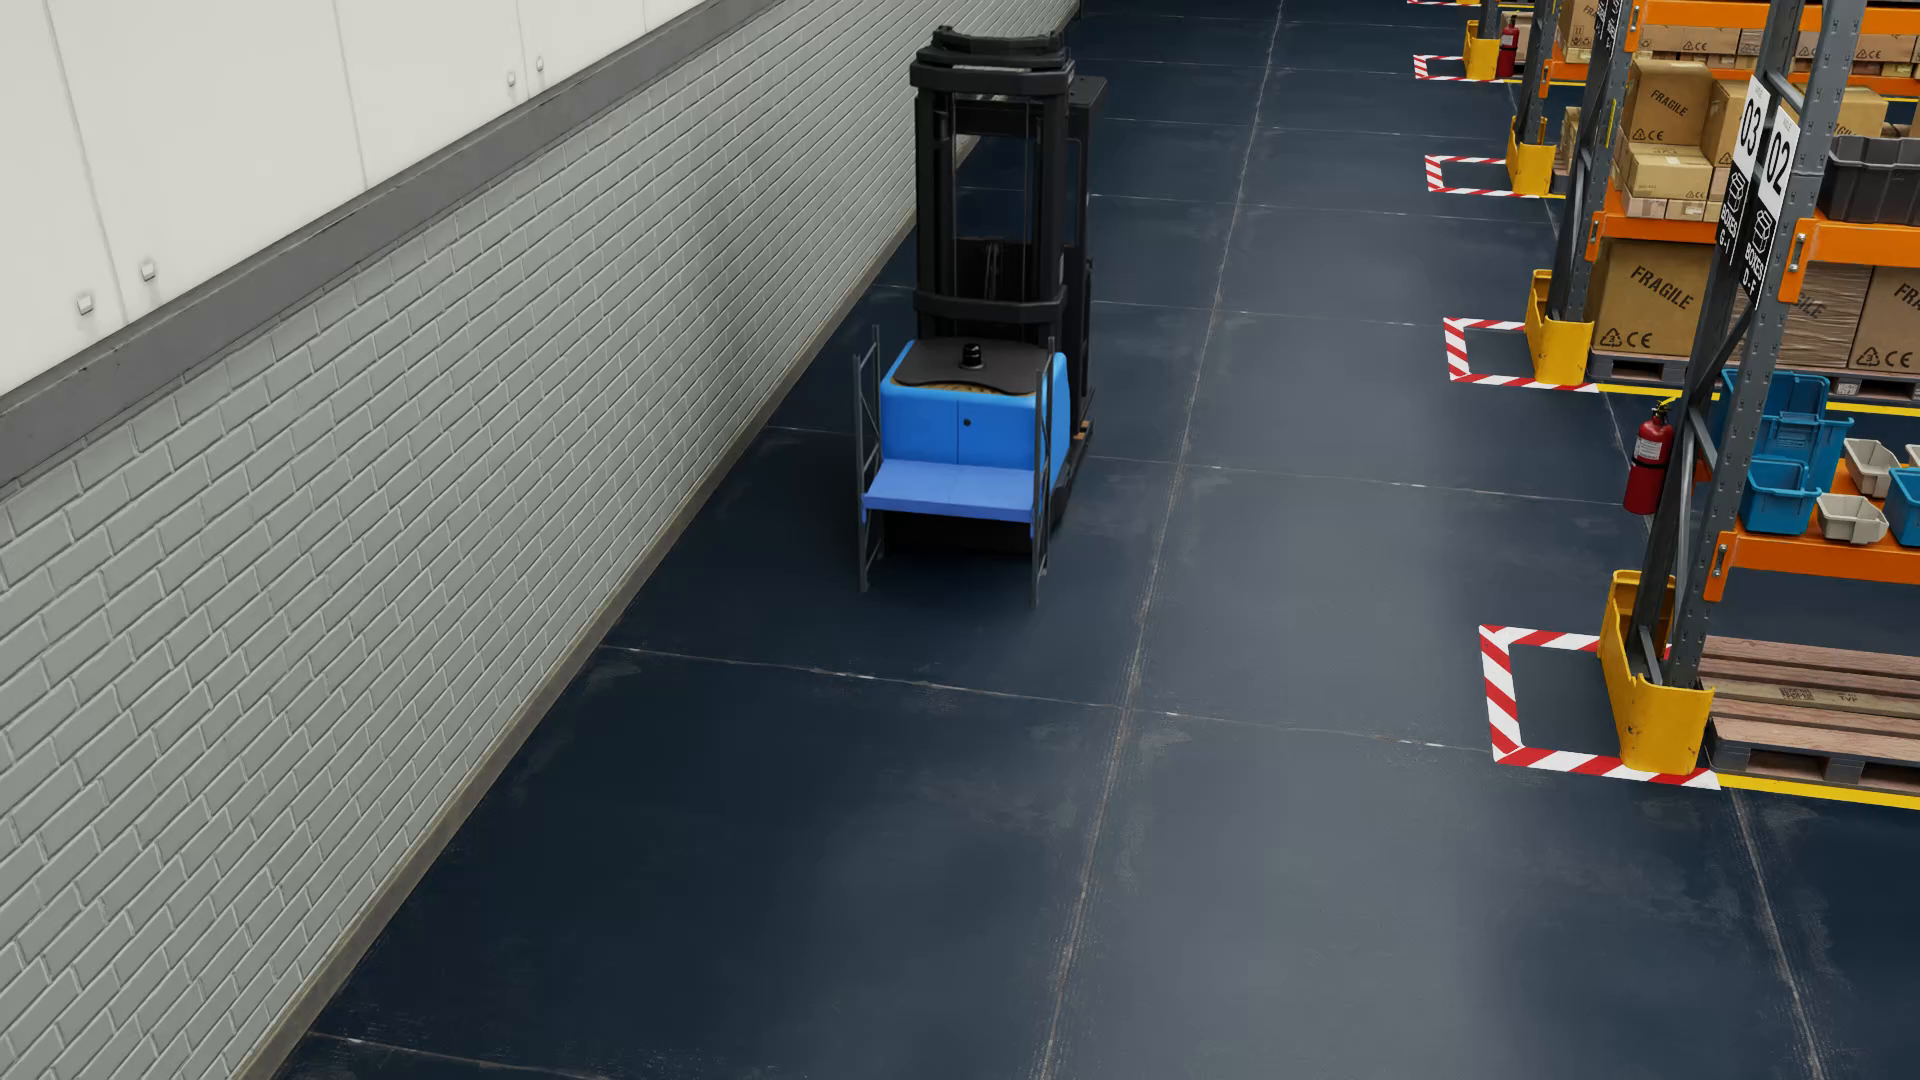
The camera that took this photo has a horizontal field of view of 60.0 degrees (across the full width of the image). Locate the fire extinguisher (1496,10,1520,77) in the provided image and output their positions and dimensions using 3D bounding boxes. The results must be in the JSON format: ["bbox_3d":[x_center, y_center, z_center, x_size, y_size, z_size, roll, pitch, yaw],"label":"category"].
[{"bbox_3d":[5.653,-5.121,17.112,0.183,0.674,0.296,6,29,11],"label":"fire extinguisher"}]

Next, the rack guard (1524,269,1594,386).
[{"bbox_3d":[4.645,-1.664,12.930,0.348,0.500,1.175,6,29,11],"label":"rack guard"}]

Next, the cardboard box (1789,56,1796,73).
[{"bbox_3d":[7.843,-4.607,15.966,0.250,0.149,0.380,6,29,12],"label":"cardboard box"}]

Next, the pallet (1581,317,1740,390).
[{"bbox_3d":[5.467,-1.491,12.916,1.213,0.211,1.003,6,29,11],"label":"pallet"}]

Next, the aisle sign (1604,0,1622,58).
[{"bbox_3d":[4.536,-3.764,11.457,0.004,0.787,0.394,6,29,11],"label":"aisle sign"}]

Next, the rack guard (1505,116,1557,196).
[{"bbox_3d":[5.878,-3.973,17.148,0.348,0.500,1.175,6,29,11],"label":"rack guard"}]

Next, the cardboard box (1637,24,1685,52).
[{"bbox_3d":[6.713,-5.035,16.071,0.500,0.500,0.500,6,29,11],"label":"cardboard box"}]

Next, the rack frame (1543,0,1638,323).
[{"bbox_3d":[4.669,-2.758,12.326,0.127,3.000,1.000,6,29,11],"label":"rack frame"}]

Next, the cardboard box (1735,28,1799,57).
[{"bbox_3d":[7.690,-4.931,15.882,0.500,0.500,0.500,5,29,9],"label":"cardboard box"}]

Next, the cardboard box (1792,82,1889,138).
[{"bbox_3d":[6.079,-2.877,11.609,0.500,0.500,0.500,5,29,9],"label":"cardboard box"}]

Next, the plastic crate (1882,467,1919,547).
[{"bbox_3d":[4.451,-0.139,7.654,0.300,0.233,0.416,6,29,11],"label":"plastic crate"}]

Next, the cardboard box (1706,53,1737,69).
[{"bbox_3d":[7.339,-4.684,16.105,0.250,0.149,0.380,5,29,10],"label":"cardboard box"}]

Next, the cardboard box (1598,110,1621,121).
[{"bbox_3d":[6.608,-4.285,17.028,0.250,0.149,0.380,6,29,12],"label":"cardboard box"}]

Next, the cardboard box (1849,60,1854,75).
[{"bbox_3d":[8.345,-4.564,15.887,0.250,0.149,0.380,5,29,8],"label":"cardboard box"}]

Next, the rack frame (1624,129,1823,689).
[{"bbox_3d":[3.634,-0.432,8.077,0.127,3.000,1.000,6,29,11],"label":"rack frame"}]

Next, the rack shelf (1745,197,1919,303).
[{"bbox_3d":[5.590,-1.231,7.163,4.000,0.370,1.077,6,29,11],"label":"rack shelf"}]

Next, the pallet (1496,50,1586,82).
[{"bbox_3d":[7.537,-6.145,21.417,1.213,0.211,1.003,6,29,11],"label":"pallet"}]

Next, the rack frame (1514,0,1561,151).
[{"bbox_3d":[5.803,-5.077,16.562,0.127,3.000,1.000,6,29,11],"label":"rack frame"}]

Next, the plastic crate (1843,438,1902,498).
[{"bbox_3d":[4.470,-0.346,8.132,0.243,0.136,0.396,6,29,11],"label":"plastic crate"}]

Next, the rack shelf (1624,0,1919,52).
[{"bbox_3d":[6.625,-3.557,11.412,4.000,0.370,1.077,6,29,11],"label":"rack shelf"}]

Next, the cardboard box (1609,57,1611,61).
[{"bbox_3d":[6.309,-4.774,16.270,0.250,0.149,0.380,7,29,12],"label":"cardboard box"}]

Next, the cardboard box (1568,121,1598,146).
[{"bbox_3d":[6.245,-4.059,16.615,0.250,0.149,0.380,5,29,8],"label":"cardboard box"}]

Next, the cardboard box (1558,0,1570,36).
[{"bbox_3d":[6.297,-5.327,16.605,0.500,0.500,0.500,6,29,12],"label":"cardboard box"}]

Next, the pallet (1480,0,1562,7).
[{"bbox_3d":[8.625,-8.433,25.596,1.213,0.211,1.003,6,29,11],"label":"pallet"}]

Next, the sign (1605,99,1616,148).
[{"bbox_3d":[4.547,-2.912,11.624,0.005,0.325,0.100,6,29,11],"label":"sign"}]

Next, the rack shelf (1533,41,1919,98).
[{"bbox_3d":[7.759,-4.561,16.368,4.000,0.370,1.077,6,29,11],"label":"rack shelf"}]

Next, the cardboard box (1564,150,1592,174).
[{"bbox_3d":[6.249,-3.808,16.775,0.250,0.149,0.380,6,29,12],"label":"cardboard box"}]

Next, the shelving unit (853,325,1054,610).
[{"bbox_3d":[-0.028,-0.415,9.609,1.048,1.500,0.538,5,29,9],"label":"shelving unit"}]

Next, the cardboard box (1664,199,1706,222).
[{"bbox_3d":[5.198,-2.432,11.992,0.250,0.149,0.380,5,29,10],"label":"cardboard box"}]

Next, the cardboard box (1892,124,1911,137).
[{"bbox_3d":[9.422,-4.002,16.511,0.250,0.149,0.380,7,29,13],"label":"cardboard box"}]

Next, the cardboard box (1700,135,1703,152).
[{"bbox_3d":[5.694,-2.847,12.336,0.500,0.250,0.500,5,29,10],"label":"cardboard box"}]

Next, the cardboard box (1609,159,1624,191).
[{"bbox_3d":[5.086,-2.766,12.603,0.250,0.149,0.380,6,29,12],"label":"cardboard box"}]

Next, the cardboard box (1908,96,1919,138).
[{"bbox_3d":[7.176,-3.021,11.873,0.500,0.500,0.500,5,29,9],"label":"cardboard box"}]

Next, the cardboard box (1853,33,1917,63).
[{"bbox_3d":[8.676,-4.819,15.676,0.500,0.500,0.500,5,29,9],"label":"cardboard box"}]

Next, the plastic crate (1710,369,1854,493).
[{"bbox_3d":[4.001,-0.528,8.153,0.499,0.435,0.616,6,29,11],"label":"plastic crate"}]

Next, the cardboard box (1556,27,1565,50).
[{"bbox_3d":[6.181,-5.067,16.805,0.250,0.149,0.380,6,29,11],"label":"cardboard box"}]

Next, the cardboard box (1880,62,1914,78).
[{"bbox_3d":[8.863,-4.514,15.795,0.250,0.149,0.380,7,29,13],"label":"cardboard box"}]

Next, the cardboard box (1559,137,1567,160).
[{"bbox_3d":[6.362,-4.056,17.228,0.250,0.149,0.380,6,29,11],"label":"cardboard box"}]

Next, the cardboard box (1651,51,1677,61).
[{"bbox_3d":[6.843,-4.760,16.245,0.250,0.149,0.380,7,30,13],"label":"cardboard box"}]

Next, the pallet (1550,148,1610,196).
[{"bbox_3d":[6.665,-3.748,17.038,1.213,0.211,1.003,6,29,11],"label":"pallet"}]

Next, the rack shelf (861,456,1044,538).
[{"bbox_3d":[-0.028,-0.258,9.695,1.000,0.185,0.538,5,29,9],"label":"rack shelf"}]

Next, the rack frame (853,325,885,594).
[{"bbox_3d":[-0.528,-0.460,9.691,0.032,1.500,0.500,5,29,9],"label":"rack frame"}]

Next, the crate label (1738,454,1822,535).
[{"bbox_3d":[3.807,-0.205,7.775,0.303,0.233,0.416,6,29,11],"label":"crate label"}]

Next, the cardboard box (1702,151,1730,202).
[{"bbox_3d":[5.592,-2.598,11.881,0.500,0.250,0.500,6,29,10],"label":"cardboard box"}]

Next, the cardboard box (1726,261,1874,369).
[{"bbox_3d":[6.201,-1.892,12.520,0.875,0.875,0.875,6,29,11],"label":"cardboard box"}]

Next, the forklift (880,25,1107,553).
[{"bbox_3d":[0.316,-1.894,10.820,1.130,2.935,3.031,6,29,11],"label":"forklift"}]

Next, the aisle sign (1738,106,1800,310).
[{"bbox_3d":[3.502,-1.440,7.211,0.004,0.787,0.394,6,29,11],"label":"aisle sign"}]
